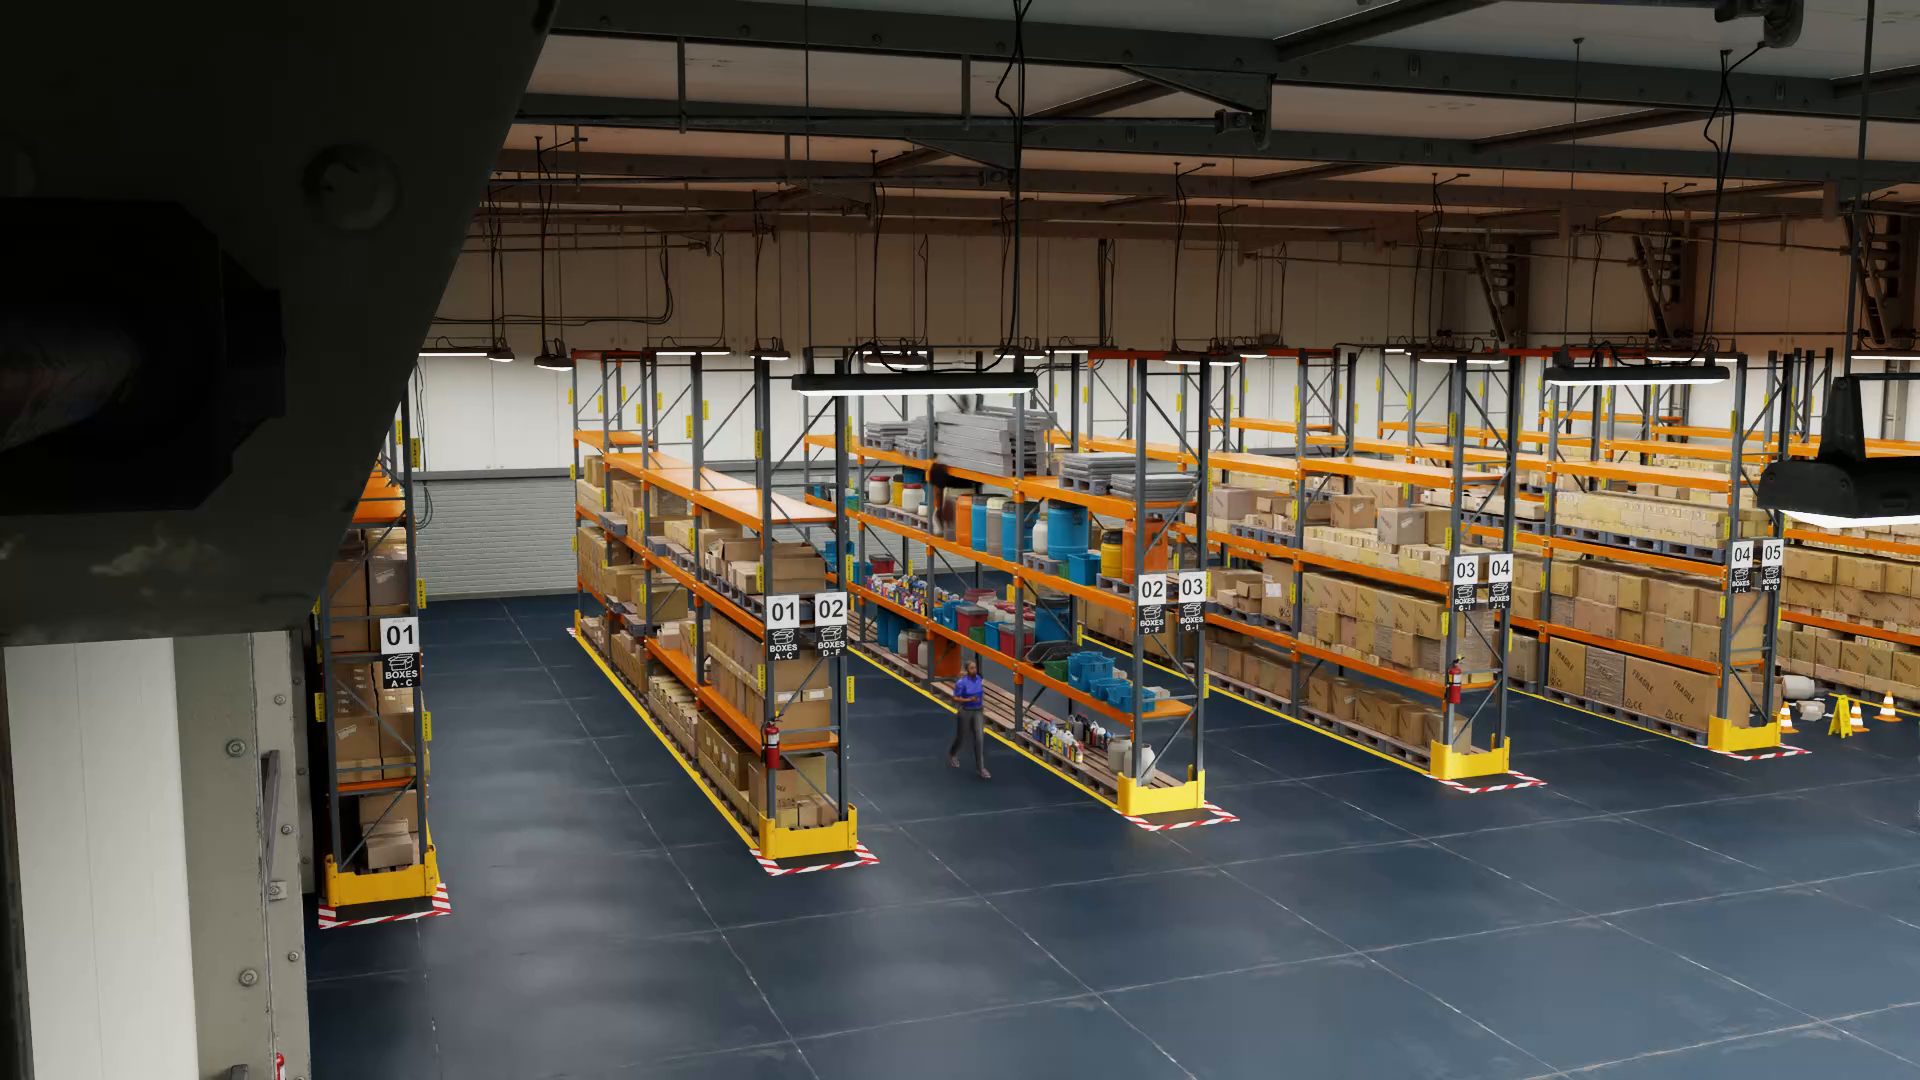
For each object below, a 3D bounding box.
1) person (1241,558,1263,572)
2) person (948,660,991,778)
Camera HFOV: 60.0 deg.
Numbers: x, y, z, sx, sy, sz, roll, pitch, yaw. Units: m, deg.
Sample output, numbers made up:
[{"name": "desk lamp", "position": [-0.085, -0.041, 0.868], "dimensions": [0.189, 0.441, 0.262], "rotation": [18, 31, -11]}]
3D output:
[{"name": "person", "position": [7.286, 0.245, 41.863], "dimensions": [1.040, 1.790, 0.709], "rotation": [-3, 8, -24]}, {"name": "person", "position": [0.135, 2.516, 23.820], "dimensions": [0.582, 1.639, 0.944], "rotation": [-4, 8, -27]}]
